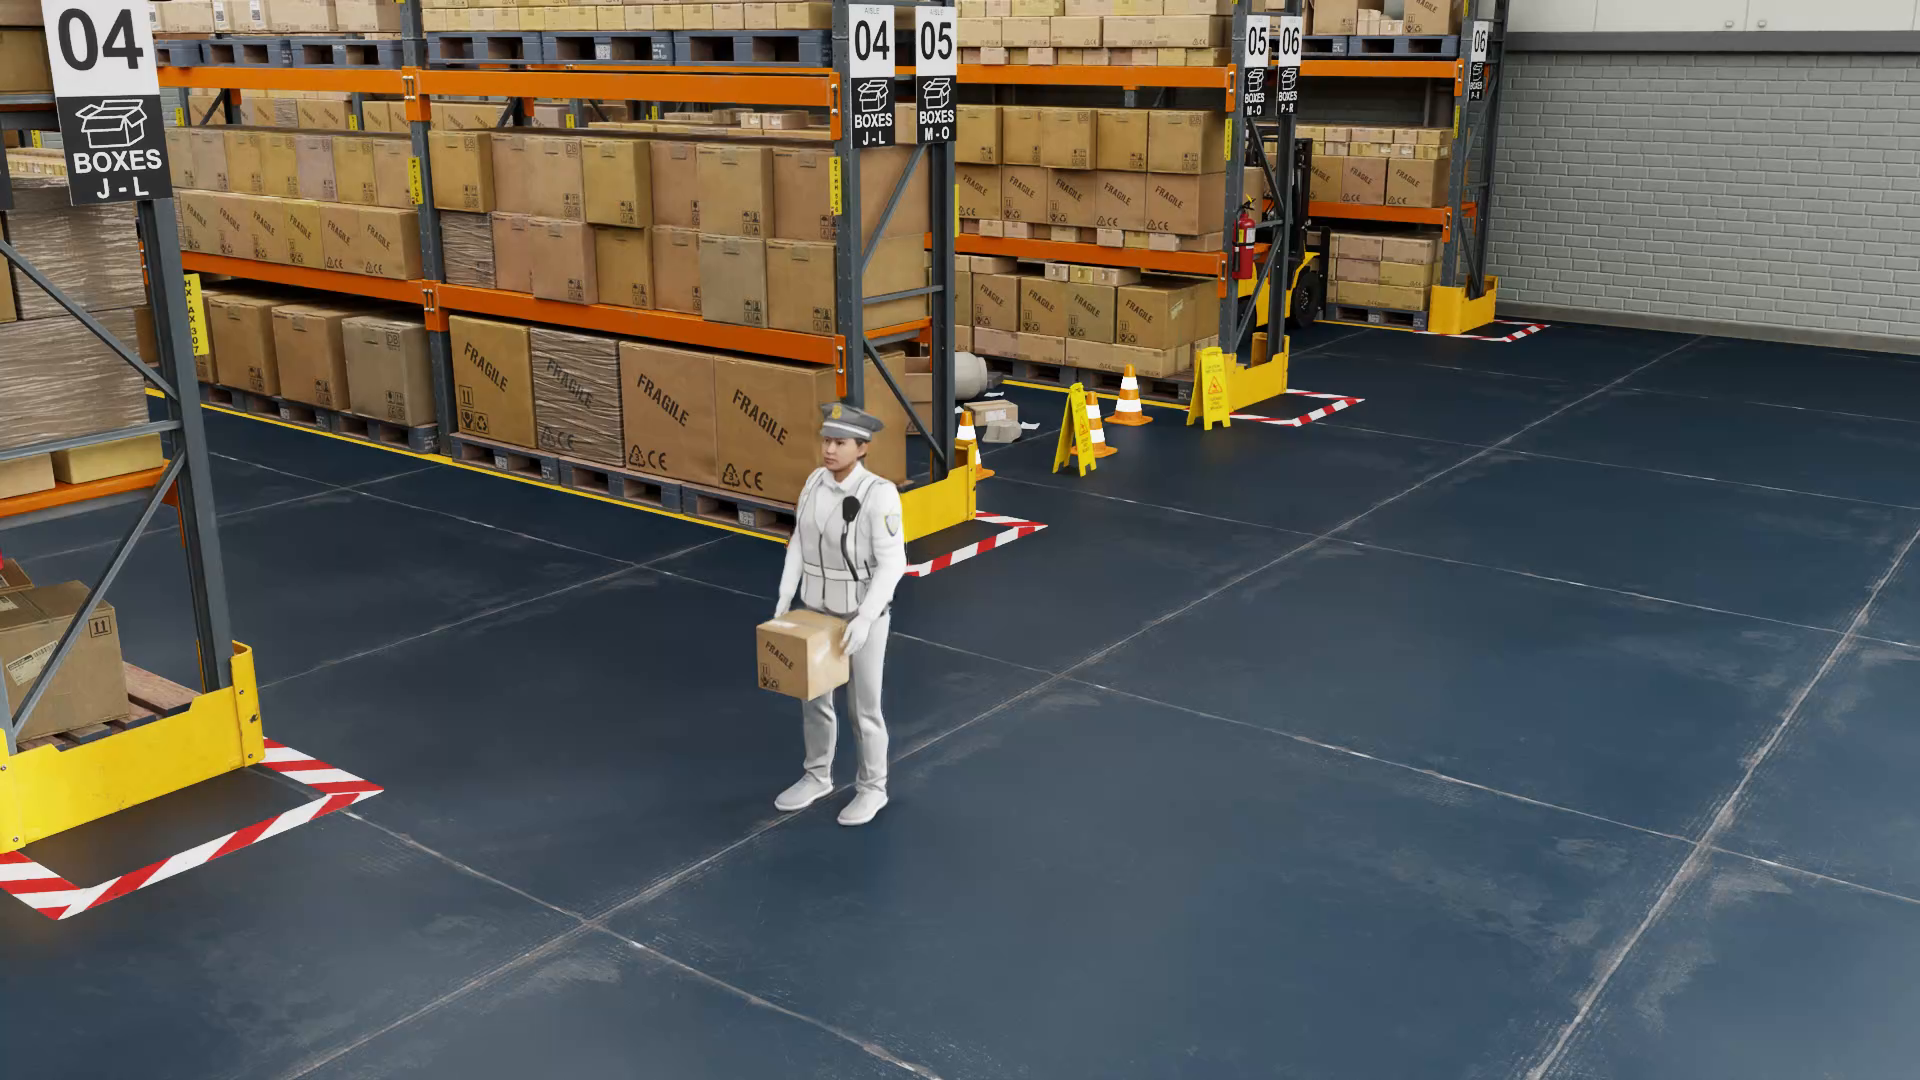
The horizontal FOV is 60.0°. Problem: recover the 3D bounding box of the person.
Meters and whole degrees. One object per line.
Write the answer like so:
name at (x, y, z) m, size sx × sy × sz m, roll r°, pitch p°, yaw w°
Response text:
person at (-0.470, 0.289, 6.507) m, size 0.557 × 1.696 × 0.402 m, roll 12°, pitch 20°, yaw 35°
